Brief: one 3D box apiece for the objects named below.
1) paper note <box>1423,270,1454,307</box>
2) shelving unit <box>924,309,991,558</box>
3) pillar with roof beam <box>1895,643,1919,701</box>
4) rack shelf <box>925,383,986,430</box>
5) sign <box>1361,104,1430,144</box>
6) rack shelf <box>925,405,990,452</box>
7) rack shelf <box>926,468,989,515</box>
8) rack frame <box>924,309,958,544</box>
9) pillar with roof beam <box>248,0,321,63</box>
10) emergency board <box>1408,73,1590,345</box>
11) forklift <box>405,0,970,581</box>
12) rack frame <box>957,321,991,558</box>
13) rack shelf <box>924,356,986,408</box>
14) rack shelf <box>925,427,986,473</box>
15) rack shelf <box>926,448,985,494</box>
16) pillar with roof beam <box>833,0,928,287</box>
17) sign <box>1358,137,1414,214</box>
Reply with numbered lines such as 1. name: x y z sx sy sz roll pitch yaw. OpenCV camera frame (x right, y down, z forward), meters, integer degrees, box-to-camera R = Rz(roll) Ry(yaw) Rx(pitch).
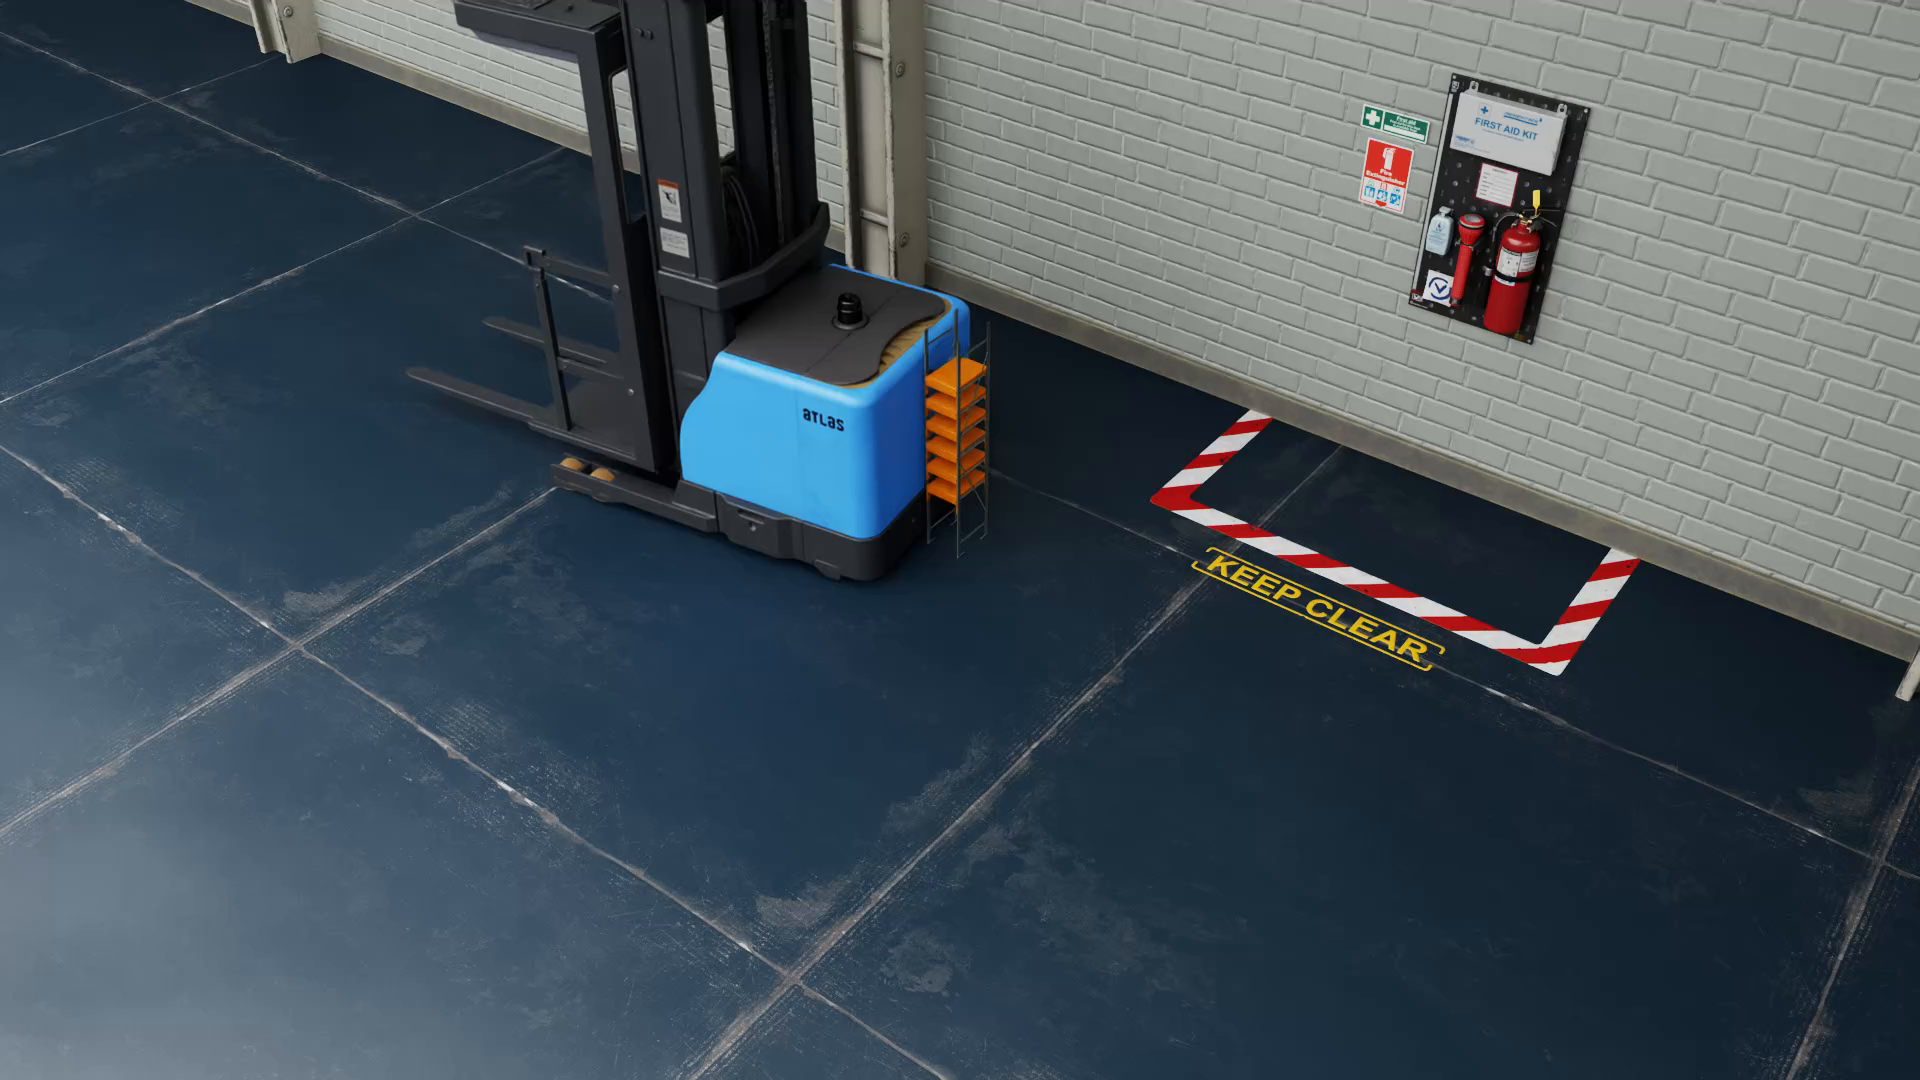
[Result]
1. paper note: 2.285 -1.199 7.924 0.142 0.148 0.016 25 45 29
2. shelving unit: -0.011 -0.478 7.748 0.189 1.200 0.258 25 45 29
3. pillar with roof beam: 1.708 -0.756 1.777 0.400 9.000 9.100 25 45 29
4. rack shelf: -0.012 -0.632 7.627 0.180 0.103 0.258 25 45 29
5. sign: 2.006 -1.920 7.671 0.331 0.109 0.001 25 45 29
6. rack shelf: -0.011 -0.537 7.701 0.180 0.103 0.258 25 45 29
7. rack shelf: -0.011 -0.254 7.923 0.180 0.103 0.258 25 45 29
8. rack frame: -0.084 -0.512 7.792 0.006 1.200 0.240 25 45 29
9. pillar with roof beam: -7.823 -5.250 7.517 0.400 9.000 9.100 25 45 29
10. emergency board: 2.384 -1.446 7.524 0.643 1.169 0.194 25 45 29
11. forklift: -1.482 -1.612 7.792 3.031 2.935 1.130 19 42 22
12. rack frame: 0.061 -0.444 7.704 0.006 1.200 0.240 25 45 29
13. rack shelf: -0.012 -0.726 7.553 0.180 0.103 0.258 25 45 29
14. rack shelf: -0.011 -0.443 7.775 0.180 0.103 0.258 25 45 29
15. rack shelf: -0.011 -0.348 7.849 0.180 0.103 0.258 25 45 29
16. pillar with roof beam: -3.058 -3.003 4.647 0.400 9.000 9.100 25 45 29
17. sign: 2.007 -1.718 7.842 0.234 0.329 0.001 25 45 29
